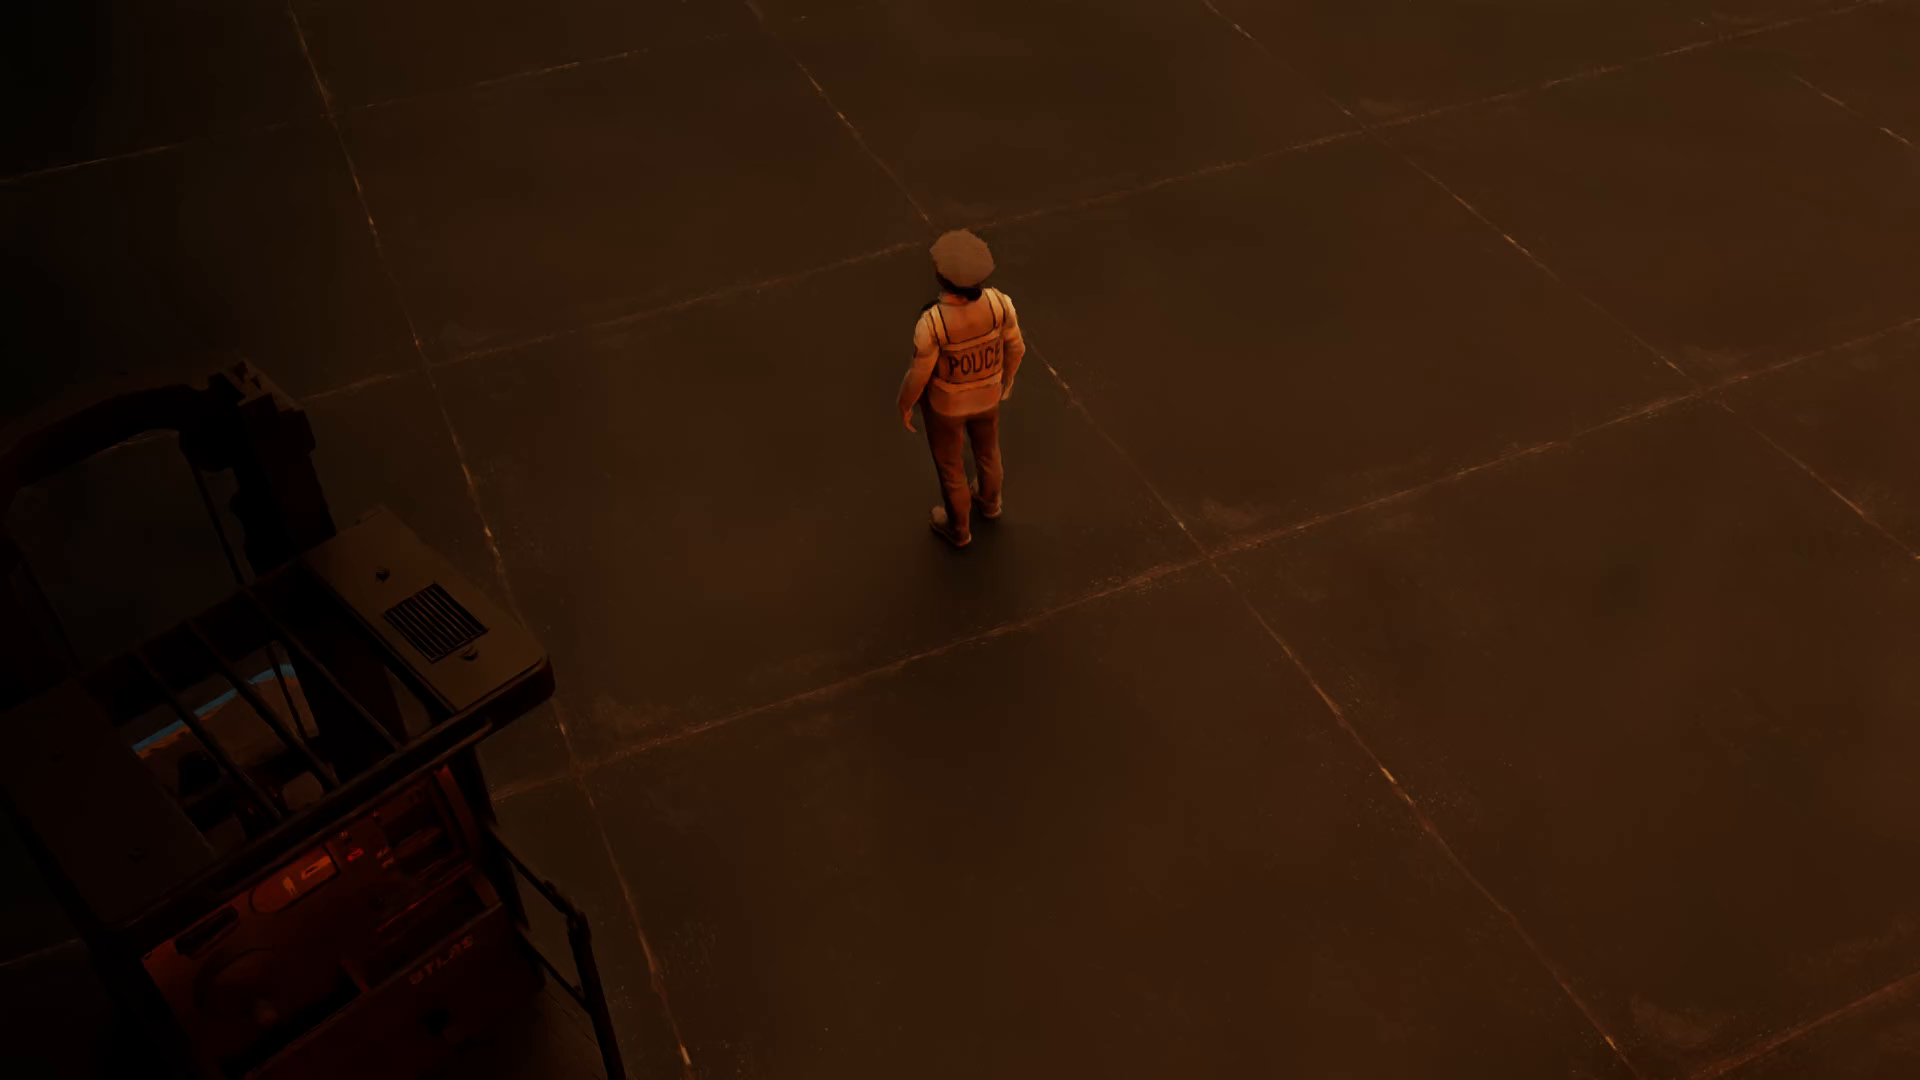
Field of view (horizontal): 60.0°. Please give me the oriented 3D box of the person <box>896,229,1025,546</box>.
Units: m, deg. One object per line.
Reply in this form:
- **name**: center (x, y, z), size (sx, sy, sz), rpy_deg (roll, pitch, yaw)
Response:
- **person**: center (-0.022, -0.669, 7.292), size (0.586, 1.695, 0.532), rpy_deg (-18, 46, -18)

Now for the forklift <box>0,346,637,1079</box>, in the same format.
- **forklift**: center (-1.651, 1.064, 4.540), size (1.130, 2.935, 3.031), rpy_deg (-34, 53, -31)
